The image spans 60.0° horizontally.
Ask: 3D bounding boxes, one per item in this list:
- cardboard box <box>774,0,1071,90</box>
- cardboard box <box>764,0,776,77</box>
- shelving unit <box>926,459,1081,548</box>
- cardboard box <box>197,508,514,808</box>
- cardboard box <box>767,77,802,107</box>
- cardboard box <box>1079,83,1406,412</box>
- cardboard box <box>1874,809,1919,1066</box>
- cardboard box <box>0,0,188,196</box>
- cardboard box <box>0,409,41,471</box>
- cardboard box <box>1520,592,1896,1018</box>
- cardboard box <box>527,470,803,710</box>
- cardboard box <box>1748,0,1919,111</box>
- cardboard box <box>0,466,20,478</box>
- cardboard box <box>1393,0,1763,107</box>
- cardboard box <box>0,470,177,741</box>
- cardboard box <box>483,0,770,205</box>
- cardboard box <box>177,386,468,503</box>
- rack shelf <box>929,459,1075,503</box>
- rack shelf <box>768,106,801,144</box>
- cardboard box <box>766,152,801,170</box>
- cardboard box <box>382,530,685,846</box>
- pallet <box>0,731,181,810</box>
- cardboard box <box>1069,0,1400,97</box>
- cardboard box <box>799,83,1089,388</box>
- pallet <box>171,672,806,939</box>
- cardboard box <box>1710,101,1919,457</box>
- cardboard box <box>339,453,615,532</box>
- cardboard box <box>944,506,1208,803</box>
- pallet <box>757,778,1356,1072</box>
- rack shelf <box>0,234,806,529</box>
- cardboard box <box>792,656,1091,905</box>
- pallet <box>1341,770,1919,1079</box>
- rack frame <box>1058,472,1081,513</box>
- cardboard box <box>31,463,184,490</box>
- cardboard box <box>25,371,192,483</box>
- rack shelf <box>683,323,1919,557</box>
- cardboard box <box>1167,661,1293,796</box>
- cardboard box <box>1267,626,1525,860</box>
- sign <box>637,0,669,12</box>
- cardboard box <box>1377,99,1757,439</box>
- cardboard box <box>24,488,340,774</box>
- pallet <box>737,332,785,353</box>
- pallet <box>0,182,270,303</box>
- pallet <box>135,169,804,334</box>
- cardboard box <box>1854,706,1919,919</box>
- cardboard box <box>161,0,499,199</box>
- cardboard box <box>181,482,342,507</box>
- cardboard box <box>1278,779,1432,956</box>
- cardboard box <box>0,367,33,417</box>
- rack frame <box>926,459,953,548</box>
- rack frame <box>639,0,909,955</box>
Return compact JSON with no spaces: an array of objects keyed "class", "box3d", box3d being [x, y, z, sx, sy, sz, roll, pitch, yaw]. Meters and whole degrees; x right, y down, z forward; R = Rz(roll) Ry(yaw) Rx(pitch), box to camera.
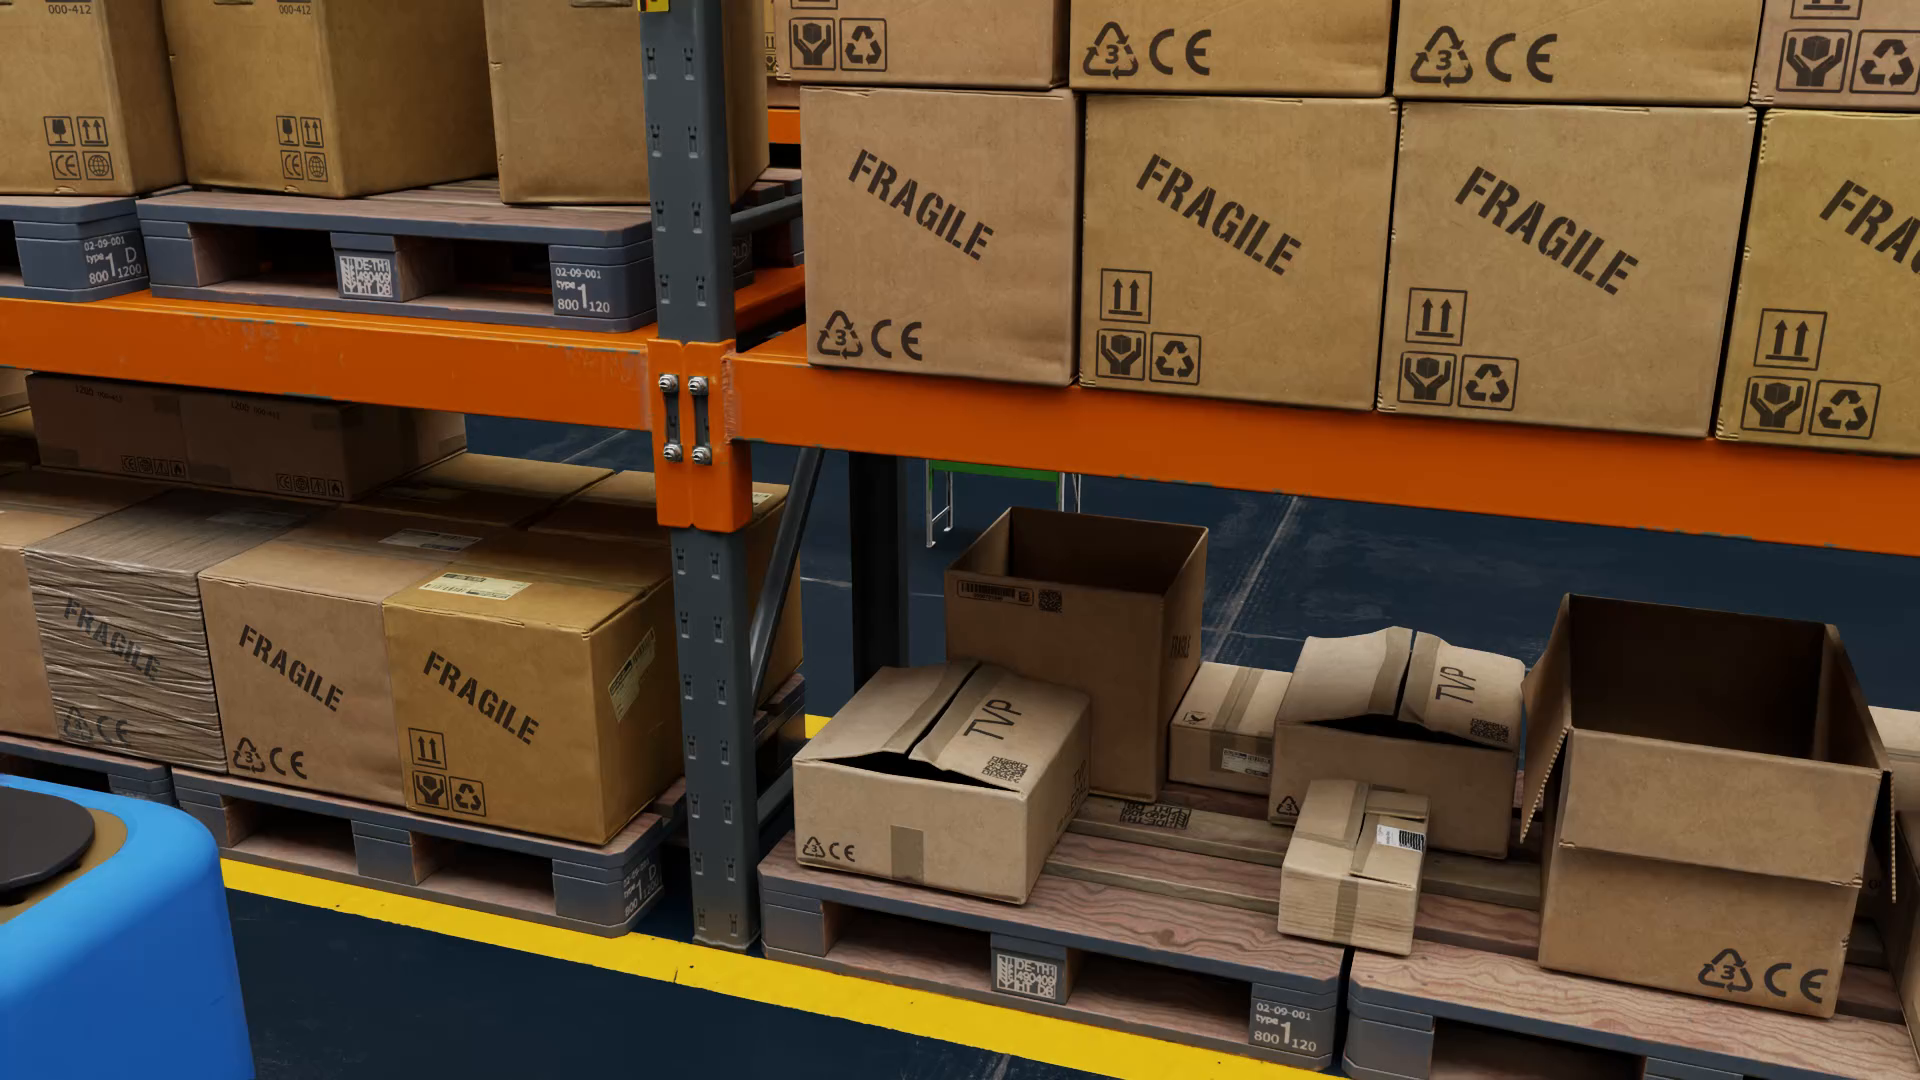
[{"class":"cardboard box","box3d":[0.001,-1.076,2.934,0.500,0.500,0.500,7,20,19]},{"class":"cardboard box","box3d":[-0.679,-2.565,8.244,0.500,0.500,0.500,7,20,20]},{"class":"shelving unit","box3d":[0.156,-0.549,5.827,0.503,1.200,0.258,7,20,18]},{"class":"cardboard box","box3d":[-1.376,0.258,3.909,0.500,0.500,0.500,7,20,18]},{"class":"cardboard box","box3d":[-0.820,-2.288,8.435,0.250,0.149,0.380,7,20,18]},{"class":"cardboard box","box3d":[0.525,-0.548,2.939,0.500,0.500,0.500,7,20,19]},{"class":"cardboard box","box3d":[1.945,0.734,2.922,0.500,0.250,0.500,7,20,18]},{"class":"cardboard box","box3d":[-2.041,-1.112,3.919,0.500,0.500,0.700,1,19,4]},{"class":"cardboard box","box3d":[-2.681,-0.070,4.849,0.500,0.500,0.500,6,20,16]},{"class":"cardboard box","box3d":[1.425,0.478,3.273,0.637,0.503,0.797,7,20,18]},{"class":"cardboard box","box3d":[-0.729,0.150,4.218,0.500,0.500,0.500,6,20,16]},{"class":"cardboard box","box3d":[1.462,-0.909,2.455,0.500,0.500,0.500,7,20,20]},{"class":"cardboard box","box3d":[-2.825,0.094,4.377,0.500,0.500,0.500,6,20,17]},{"class":"cardboard box","box3d":[0.974,-0.964,2.615,0.500,0.500,0.500,6,20,16]},{"class":"cardboard box","box3d":[-2.331,0.149,4.220,0.500,0.500,0.500,6,20,16]},{"class":"cardboard box","box3d":[-0.726,-1.061,3.773,0.500,0.500,0.700,0,19,0]},{"class":"cardboard box","box3d":[-1.673,-0.312,4.405,0.500,0.250,0.500,7,20,18]},{"class":"rack shelf","box3d":[0.156,-0.262,5.927,0.480,0.148,0.258,7,20,18]},{"class":"rack shelf","box3d":[-0.619,-2.112,8.670,4.000,0.370,1.077,7,20,18]},{"class":"cardboard box","box3d":[-1.031,-1.634,8.834,0.750,0.750,0.750,6,20,18]},{"class":"cardboard box","box3d":[-0.912,0.314,3.748,0.500,0.500,0.500,6,20,18]},{"class":"pallet","box3d":[-2.289,0.415,4.566,1.213,0.211,1.003,7,20,18]},{"class":"cardboard box","box3d":[0.489,-1.020,2.774,0.500,0.500,0.500,6,20,16]},{"class":"cardboard box","box3d":[0.040,-0.602,3.094,0.500,0.500,0.500,7,20,19]},{"class":"pallet","box3d":[-1.132,0.546,4.189,1.213,0.211,1.003,7,20,18]},{"class":"cardboard box","box3d":[1.478,-0.439,2.625,0.500,0.500,0.500,6,20,17]},{"class":"cardboard box","box3d":[-1.236,0.096,4.373,0.500,0.500,0.500,7,20,19]},{"class":"cardboard box","box3d":[0.280,0.251,3.927,0.500,0.500,0.500,7,20,18]},{"class":"pallet","box3d":[0.297,0.697,3.757,1.213,0.211,1.003,7,20,18]},{"class":"rack shelf","box3d":[-2.241,-0.571,4.250,4.000,0.370,1.077,7,20,18]},{"class":"cardboard box","box3d":[-0.026,0.480,3.559,0.500,0.311,0.500,7,20,18]},{"class":"pallet","box3d":[1.453,0.828,3.381,1.213,0.211,1.003,7,20,18]},{"class":"rack frame","box3d":[0.387,-0.522,5.752,0.015,1.200,0.240,7,20,18]},{"class":"cardboard box","box3d":[-2.183,-0.015,4.692,0.500,0.500,0.500,6,20,16]},{"class":"cardboard box","box3d":[-2.147,-0.366,4.560,0.500,0.250,0.500,6,20,17]},{"class":"rack shelf","box3d":[1.538,-0.139,3.010,4.000,0.370,1.077,7,20,18]},{"class":"cardboard box","box3d":[0.654,0.439,3.922,0.250,0.149,0.380,7,20,18]},{"class":"cardboard box","box3d":[0.988,0.422,3.726,0.500,0.311,0.500,7,20,18]},{"class":"sign","box3d":[-0.530,-1.068,2.825,0.005,0.325,0.100,7,20,18]},{"class":"cardboard box","box3d":[0.997,-0.493,2.782,0.500,0.500,0.500,6,20,18]},{"class":"cardboard box","box3d":[-1.850,0.203,4.065,0.500,0.500,0.500,7,20,19]},{"class":"pallet","box3d":[-0.639,-1.110,8.939,1.213,0.211,1.003,7,20,18]},{"class":"pallet","box3d":[-2.292,-0.827,4.184,1.213,0.211,1.003,7,20,18]},{"class":"pallet","box3d":[-1.071,-0.724,3.888,1.213,0.211,1.003,7,20,18]},{"class":"cardboard box","box3d":[2.062,0.573,3.384,0.500,0.250,0.500,7,20,18]},{"class":"cardboard box","box3d":[-1.396,-1.115,3.929,0.500,0.500,0.700,10,22,27]},{"class":"cardboard box","box3d":[-1.706,0.039,4.535,0.500,0.500,0.500,7,20,19]},{"class":"cardboard box","box3d":[0.794,0.638,3.324,0.250,0.166,0.380,7,20,18]},{"class":"cardboard box","box3d":[-3.115,-0.475,4.873,0.500,0.250,0.500,7,21,20]},{"class":"rack frame","box3d":[-0.074,-0.575,5.903,0.015,1.200,0.240,7,20,18]},{"class":"rack frame","box3d":[-0.352,-0.695,3.512,0.127,3.000,1.000,7,20,18]}]
